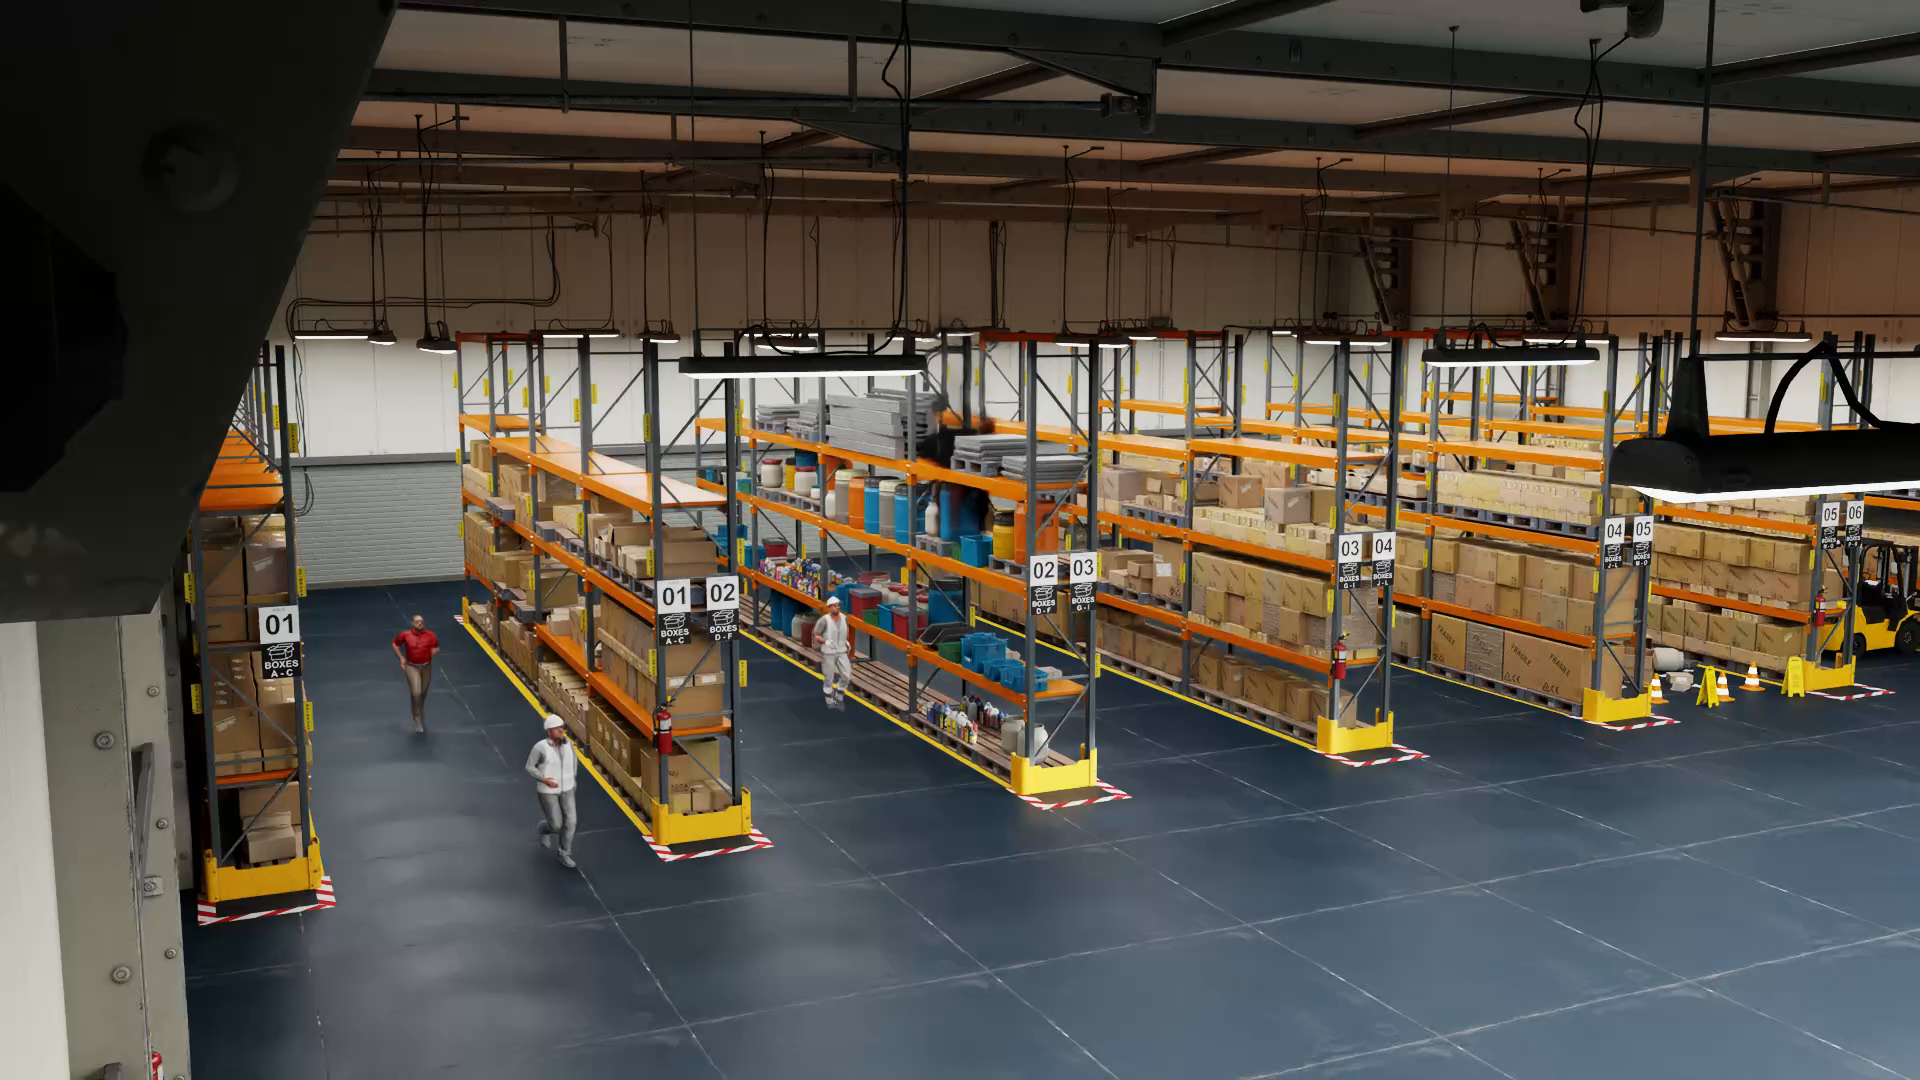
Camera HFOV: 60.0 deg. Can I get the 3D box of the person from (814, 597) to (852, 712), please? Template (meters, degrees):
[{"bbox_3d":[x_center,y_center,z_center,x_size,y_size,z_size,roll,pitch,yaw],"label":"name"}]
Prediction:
[{"bbox_3d":[-1.902,1.764,25.405,0.648,1.813,0.642,-4,9,-26],"label":"person"}]

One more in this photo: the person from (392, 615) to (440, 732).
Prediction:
[{"bbox_3d":[-8.345,2.042,25.648,0.642,1.802,0.817,-6,10,-39],"label":"person"}]

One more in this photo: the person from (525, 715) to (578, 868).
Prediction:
[{"bbox_3d":[-4.708,2.887,19.325,0.694,1.757,0.722,-6,10,-40],"label":"person"}]
